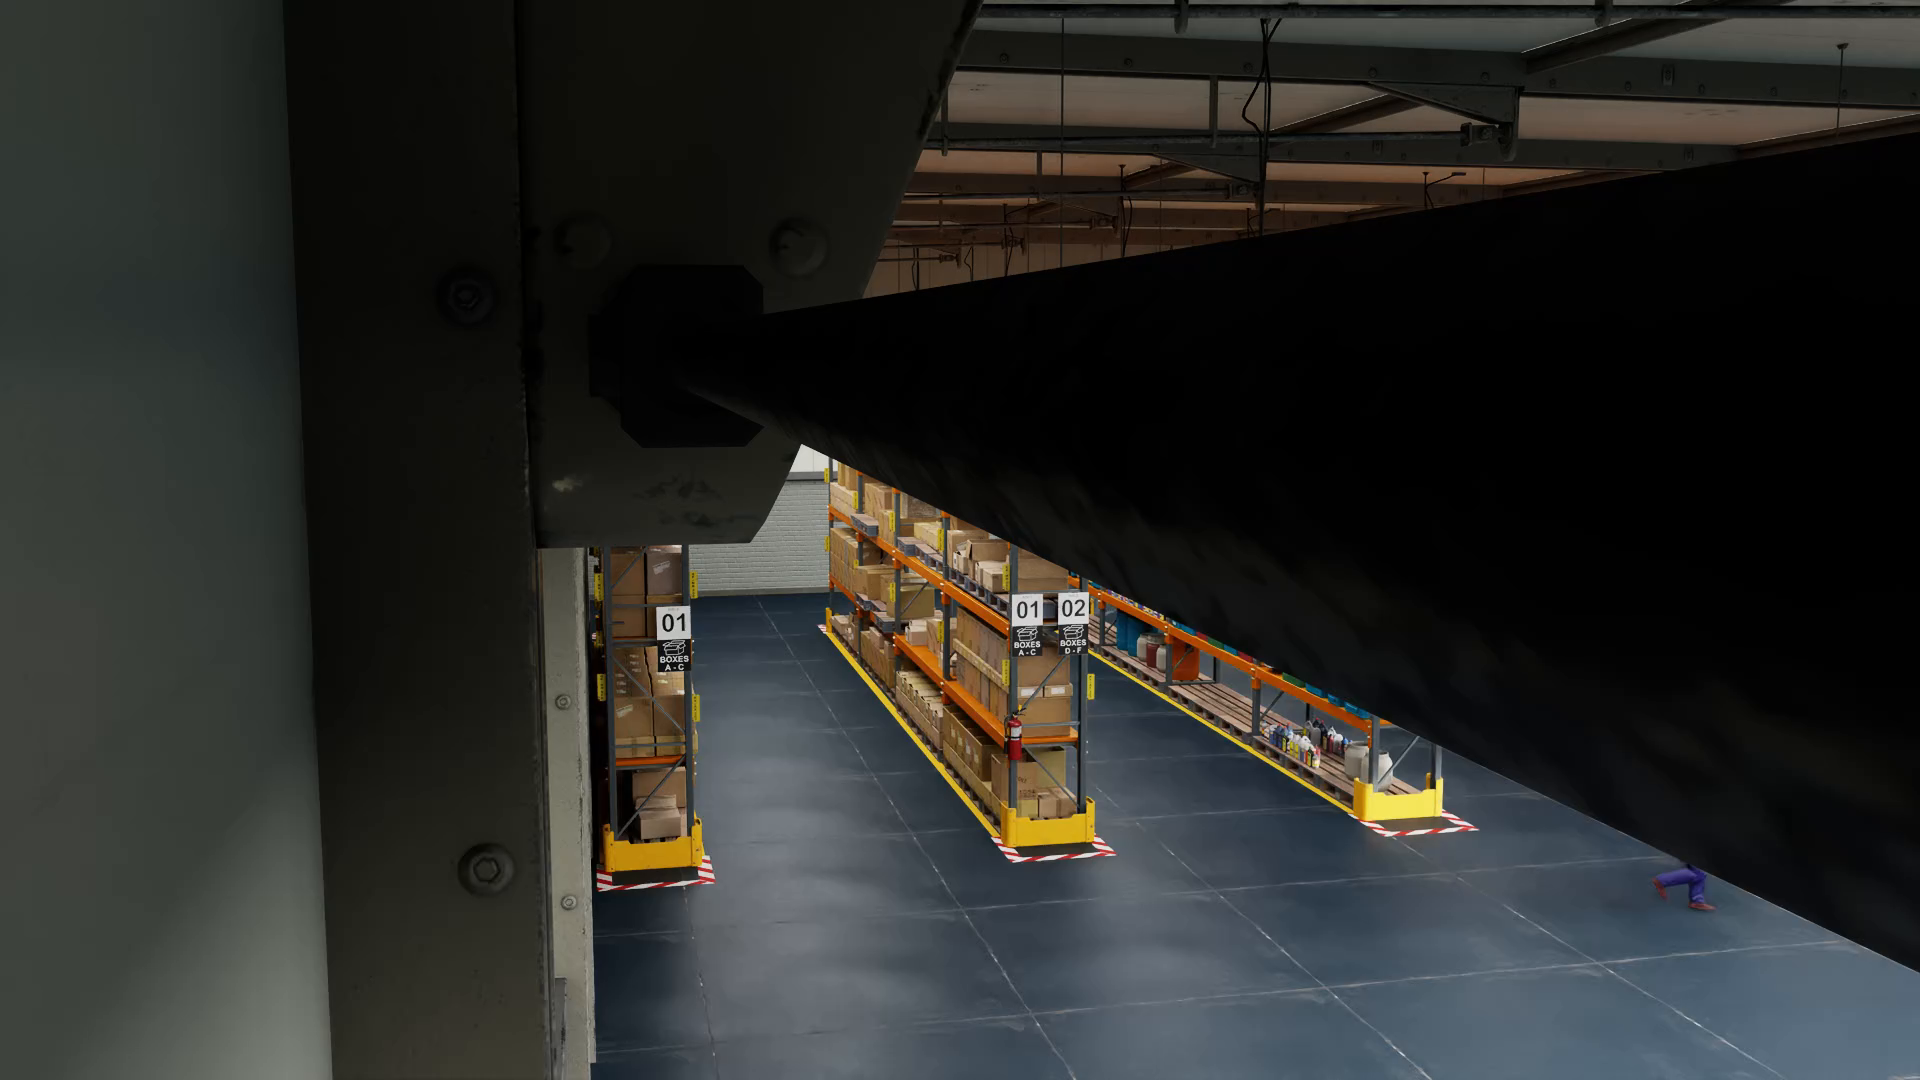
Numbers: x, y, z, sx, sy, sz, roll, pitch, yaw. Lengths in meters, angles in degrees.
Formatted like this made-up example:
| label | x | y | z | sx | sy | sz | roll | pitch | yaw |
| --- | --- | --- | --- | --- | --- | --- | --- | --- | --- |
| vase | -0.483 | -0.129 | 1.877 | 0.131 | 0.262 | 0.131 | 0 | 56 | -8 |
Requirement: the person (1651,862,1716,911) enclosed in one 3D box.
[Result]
| label | x | y | z | sx | sy | sz | roll | pitch | yaw |
| --- | --- | --- | --- | --- | --- | --- | --- | --- | --- |
| person | 8.088 | 3.345 | 18.547 | 0.759 | 1.628 | 0.608 | 0 | 7 | 3 |
